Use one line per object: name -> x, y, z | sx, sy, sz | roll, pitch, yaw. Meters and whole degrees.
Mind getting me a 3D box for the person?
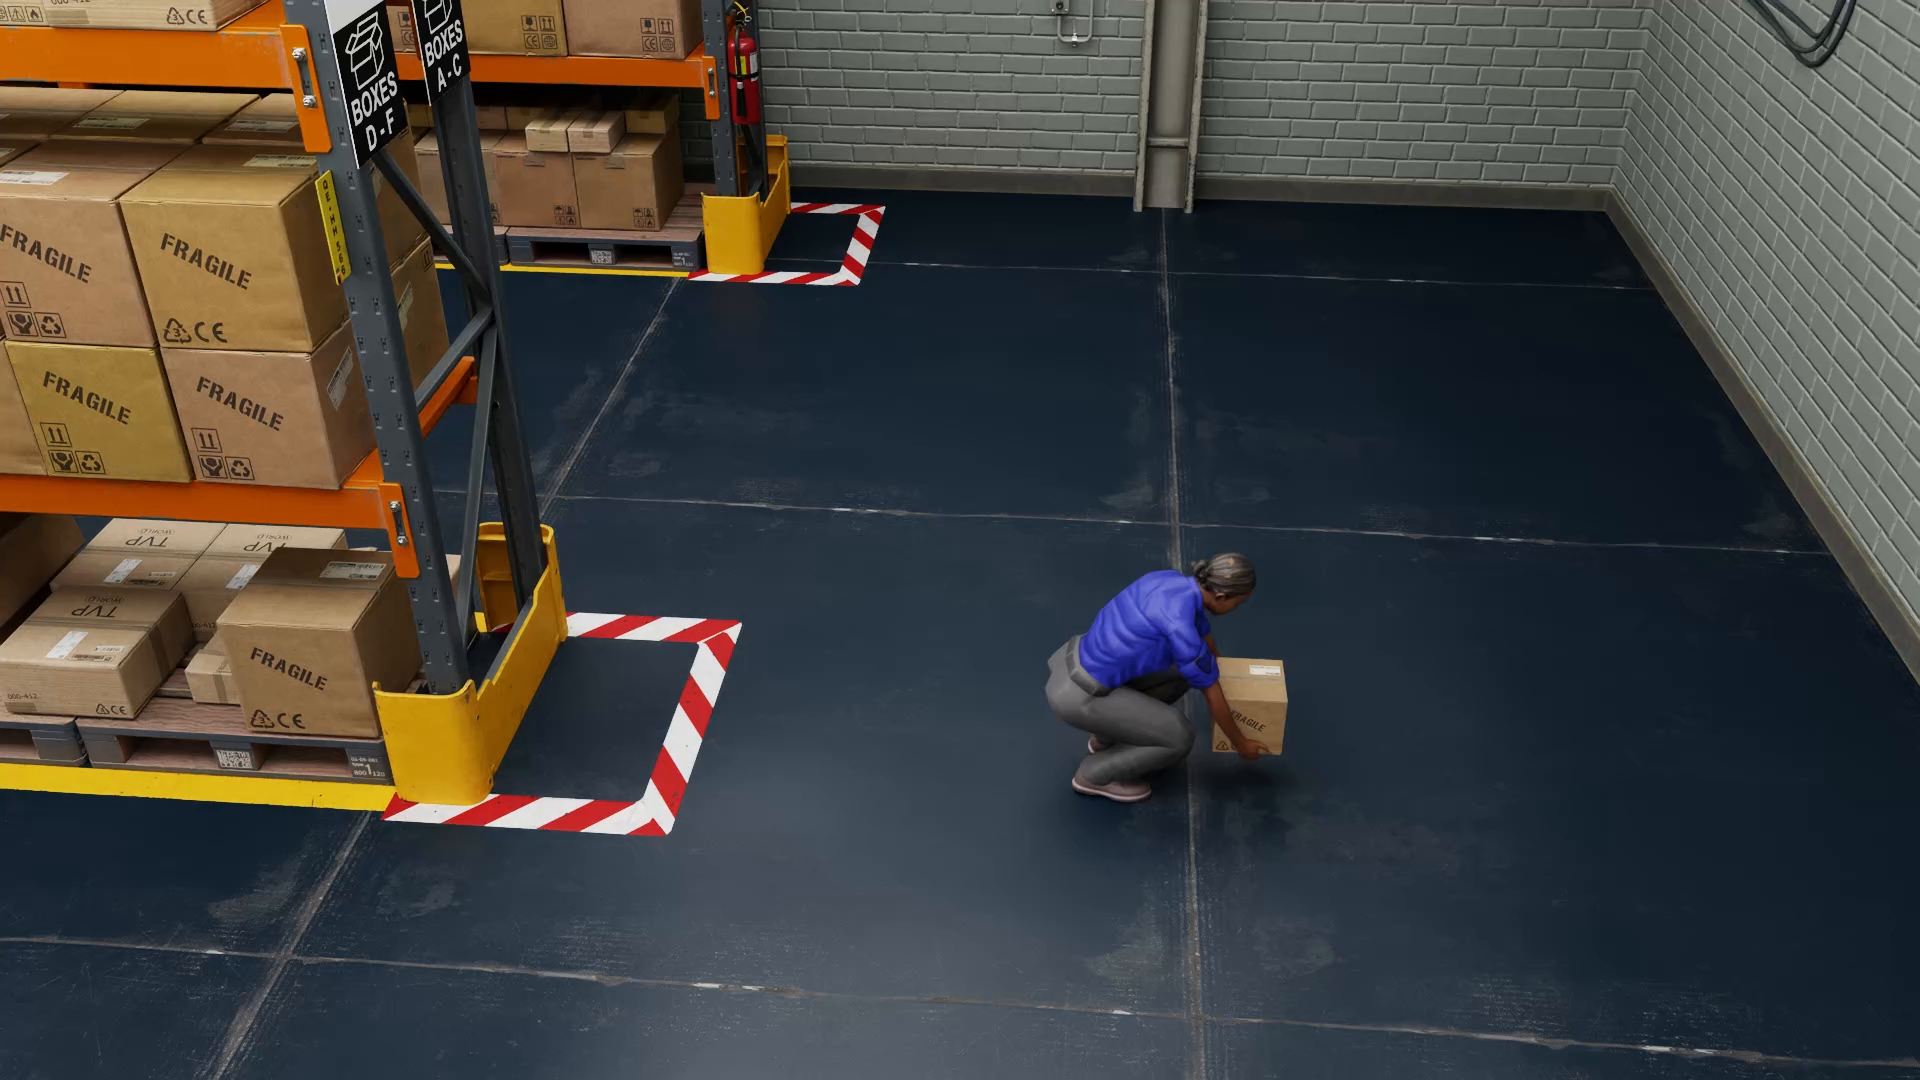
person -> 0.730, 0.479, 6.060 | 0.836, 0.950, 0.465 | 2, 32, 3
